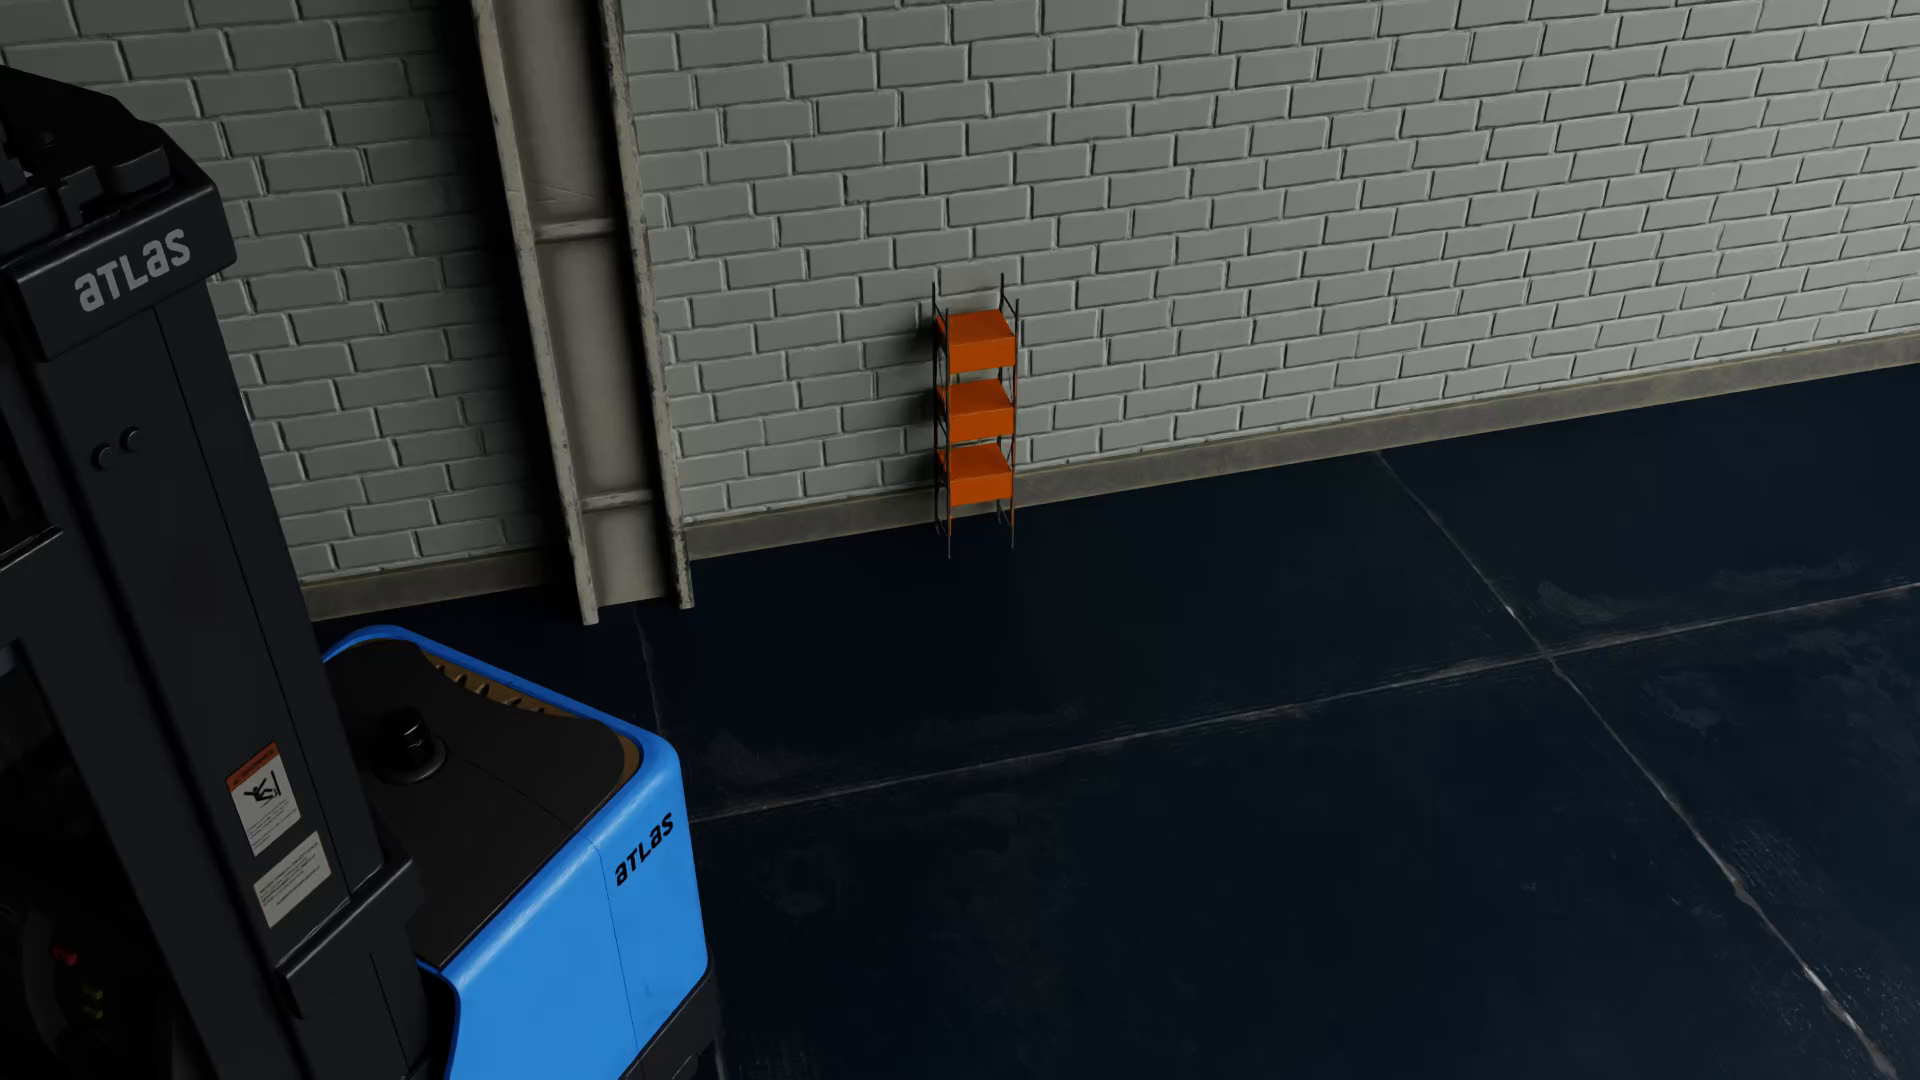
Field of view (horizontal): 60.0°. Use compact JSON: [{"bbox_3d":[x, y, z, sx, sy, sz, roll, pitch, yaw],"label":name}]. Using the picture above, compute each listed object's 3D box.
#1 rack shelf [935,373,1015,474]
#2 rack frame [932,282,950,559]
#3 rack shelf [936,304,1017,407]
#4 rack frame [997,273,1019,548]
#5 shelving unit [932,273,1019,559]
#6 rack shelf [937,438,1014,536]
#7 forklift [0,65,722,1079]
[{"bbox_3d":[0.052,-0.417,5.949,0.240,0.259,0.215,-9,38,-12],"label":"rack shelf"},{"bbox_3d":[-0.066,-0.406,5.917,0.008,1.050,0.200,-9,38,-12],"label":"rack frame"},{"bbox_3d":[0.052,-0.642,5.776,0.240,0.259,0.215,-9,38,-12],"label":"rack shelf"},{"bbox_3d":[0.169,-0.445,5.967,0.008,1.050,0.200,-9,38,-12],"label":"rack frame"},{"bbox_3d":[0.052,-0.425,5.942,0.252,1.050,0.215,-9,38,-12],"label":"shelving unit"},{"bbox_3d":[0.052,-0.196,6.117,0.240,0.259,0.215,-9,38,-12],"label":"rack shelf"},{"bbox_3d":[-1.791,0.805,2.785,1.130,2.935,3.031,19,41,23],"label":"forklift"}]
